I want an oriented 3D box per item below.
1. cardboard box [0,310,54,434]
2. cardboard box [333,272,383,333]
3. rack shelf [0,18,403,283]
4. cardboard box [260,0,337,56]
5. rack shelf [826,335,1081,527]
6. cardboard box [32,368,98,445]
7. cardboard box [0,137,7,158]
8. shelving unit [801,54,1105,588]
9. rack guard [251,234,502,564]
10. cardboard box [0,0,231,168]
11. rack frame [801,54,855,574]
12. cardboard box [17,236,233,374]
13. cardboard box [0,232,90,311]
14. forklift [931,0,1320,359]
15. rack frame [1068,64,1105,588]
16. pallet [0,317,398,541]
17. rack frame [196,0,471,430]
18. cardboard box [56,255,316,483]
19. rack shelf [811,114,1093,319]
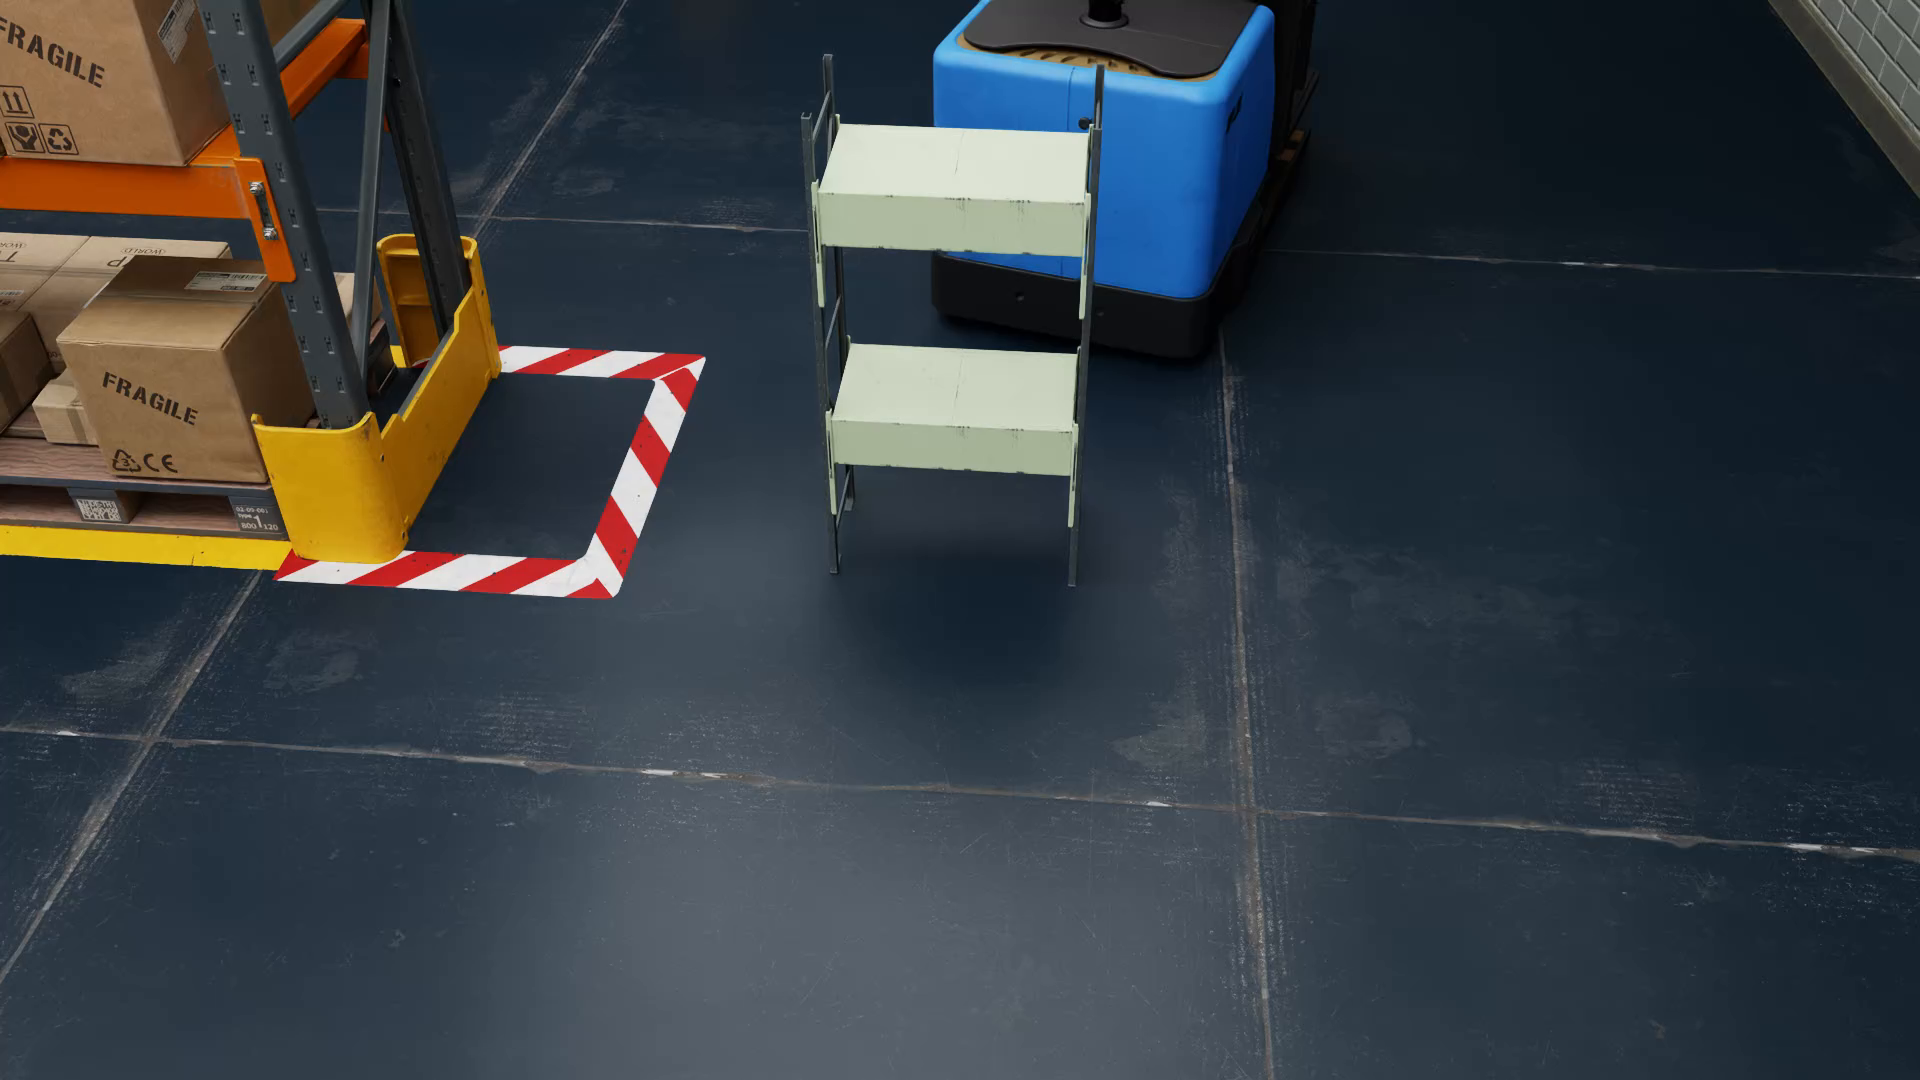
[{"bbox_3d":[-3.304,-0.508,5.327,0.500,0.250,0.500,3,39,4],"label":"cardboard box"},{"bbox_3d":[-2.185,-0.762,5.720,0.250,0.149,0.380,3,39,4],"label":"cardboard box"},{"bbox_3d":[-3.790,-1.288,5.026,4.000,0.370,1.077,3,39,4],"label":"rack shelf"},{"bbox_3d":[-2.217,-1.687,4.867,0.500,0.500,0.500,4,39,5],"label":"cardboard box"},{"bbox_3d":[-0.007,-0.329,4.983,0.720,0.370,0.431,3,39,4],"label":"rack shelf"},{"bbox_3d":[-2.756,-0.483,5.364,0.250,0.166,0.380,3,39,4],"label":"cardboard box"},{"bbox_3d":[-2.784,-1.376,4.486,0.500,0.500,0.500,3,39,4],"label":"cardboard box"},{"bbox_3d":[-0.007,-0.582,4.777,0.755,1.500,0.431,3,39,4],"label":"shelving unit"},{"bbox_3d":[-1.873,-0.493,5.460,0.348,0.500,1.175,3,39,4],"label":"rack guard"},{"bbox_3d":[-2.267,-1.350,4.454,0.500,0.500,0.500,4,39,5],"label":"cardboard box"},{"bbox_3d":[-0.371,-0.602,4.801,0.023,1.500,0.400,3,39,4],"label":"rack frame"},{"bbox_3d":[-2.813,-0.798,5.684,0.500,0.250,0.500,3,39,4],"label":"cardboard box"},{"bbox_3d":[-3.311,-0.825,5.717,0.500,0.250,0.500,3,39,4],"label":"cardboard box"},{"bbox_3d":[0.881,-2.718,6.268,1.130,2.935,3.031,13,41,16],"label":"forklift"},{"bbox_3d":[0.358,-0.562,4.752,0.023,1.500,0.400,3,39,4],"label":"rack frame"},{"bbox_3d":[-2.667,-0.424,5.603,1.213,0.211,1.003,3,39,4],"label":"pallet"},{"bbox_3d":[-1.797,-1.458,4.665,0.127,3.000,1.000,3,39,4],"label":"rack frame"},{"bbox_3d":[-2.360,-0.534,5.162,0.500,0.500,0.500,3,39,4],"label":"cardboard box"},{"bbox_3d":[-0.007,-0.885,4.531,0.720,0.370,0.431,3,39,4],"label":"rack shelf"}]
